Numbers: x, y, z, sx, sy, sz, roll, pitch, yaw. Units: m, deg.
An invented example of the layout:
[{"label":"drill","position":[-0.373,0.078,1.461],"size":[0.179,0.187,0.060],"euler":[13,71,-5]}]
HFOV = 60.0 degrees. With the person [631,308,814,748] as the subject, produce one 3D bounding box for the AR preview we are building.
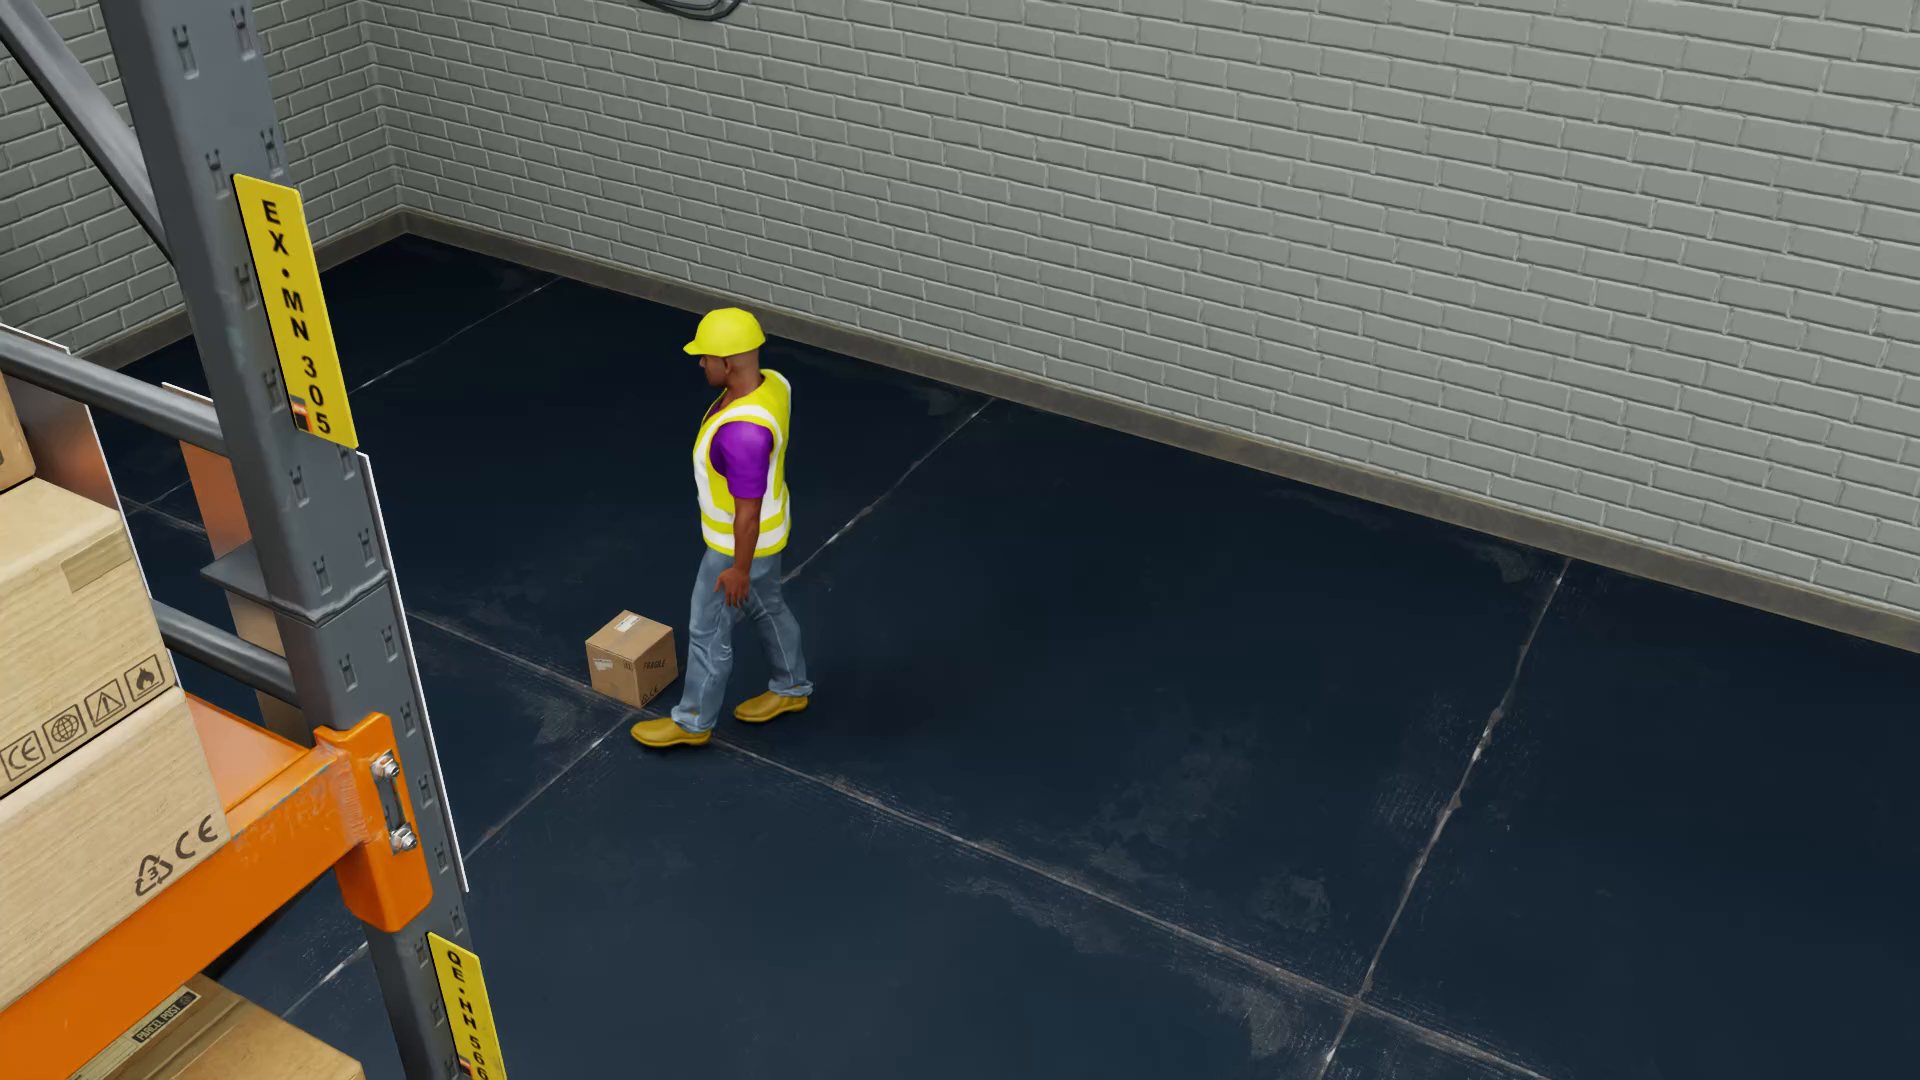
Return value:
[{"label":"person","position":[-0.932,-0.036,6.164],"size":[0.692,1.762,0.598],"euler":[0,34,0]}]
